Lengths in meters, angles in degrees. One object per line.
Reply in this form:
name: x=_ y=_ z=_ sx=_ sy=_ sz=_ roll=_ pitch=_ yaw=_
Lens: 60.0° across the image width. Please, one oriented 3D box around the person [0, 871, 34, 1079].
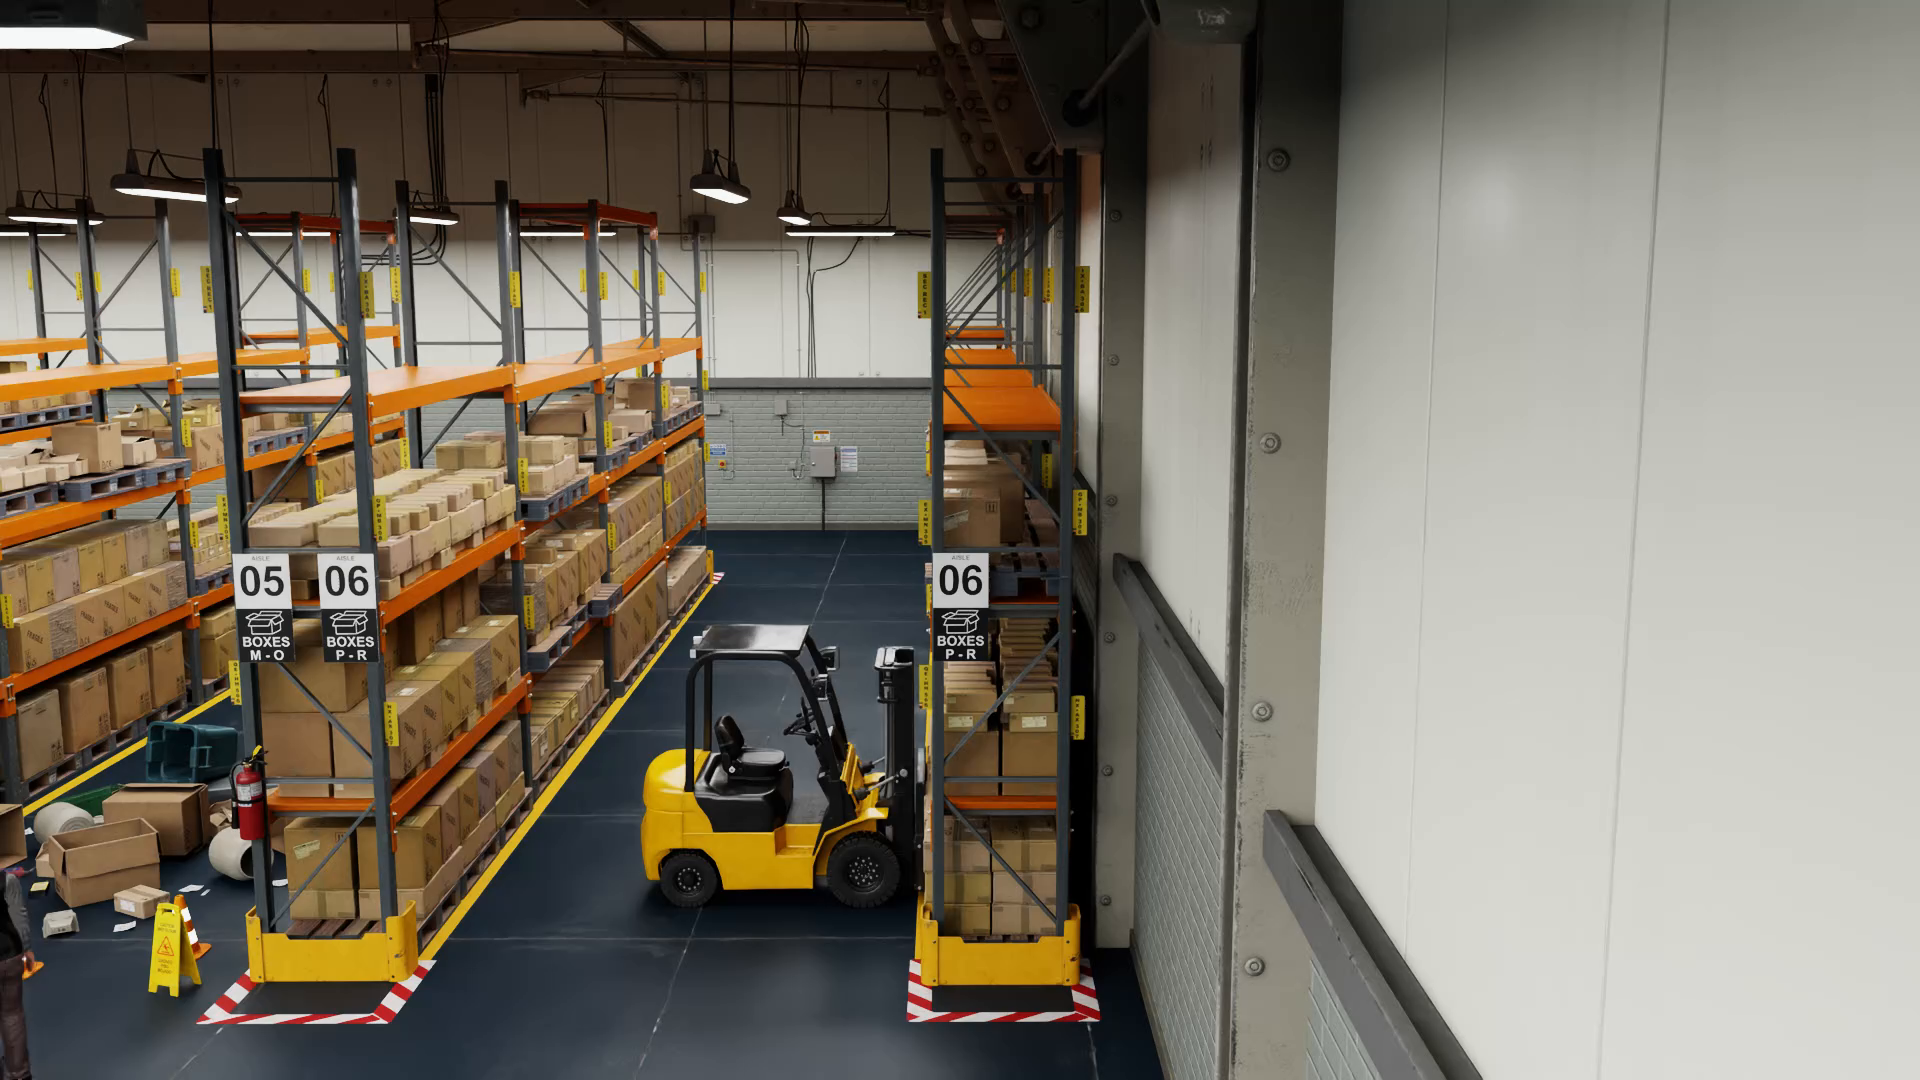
person: x=-6.102 y=2.680 z=10.393 sx=0.387 sy=1.742 sz=0.582 roll=6 pitch=11 yaw=33
